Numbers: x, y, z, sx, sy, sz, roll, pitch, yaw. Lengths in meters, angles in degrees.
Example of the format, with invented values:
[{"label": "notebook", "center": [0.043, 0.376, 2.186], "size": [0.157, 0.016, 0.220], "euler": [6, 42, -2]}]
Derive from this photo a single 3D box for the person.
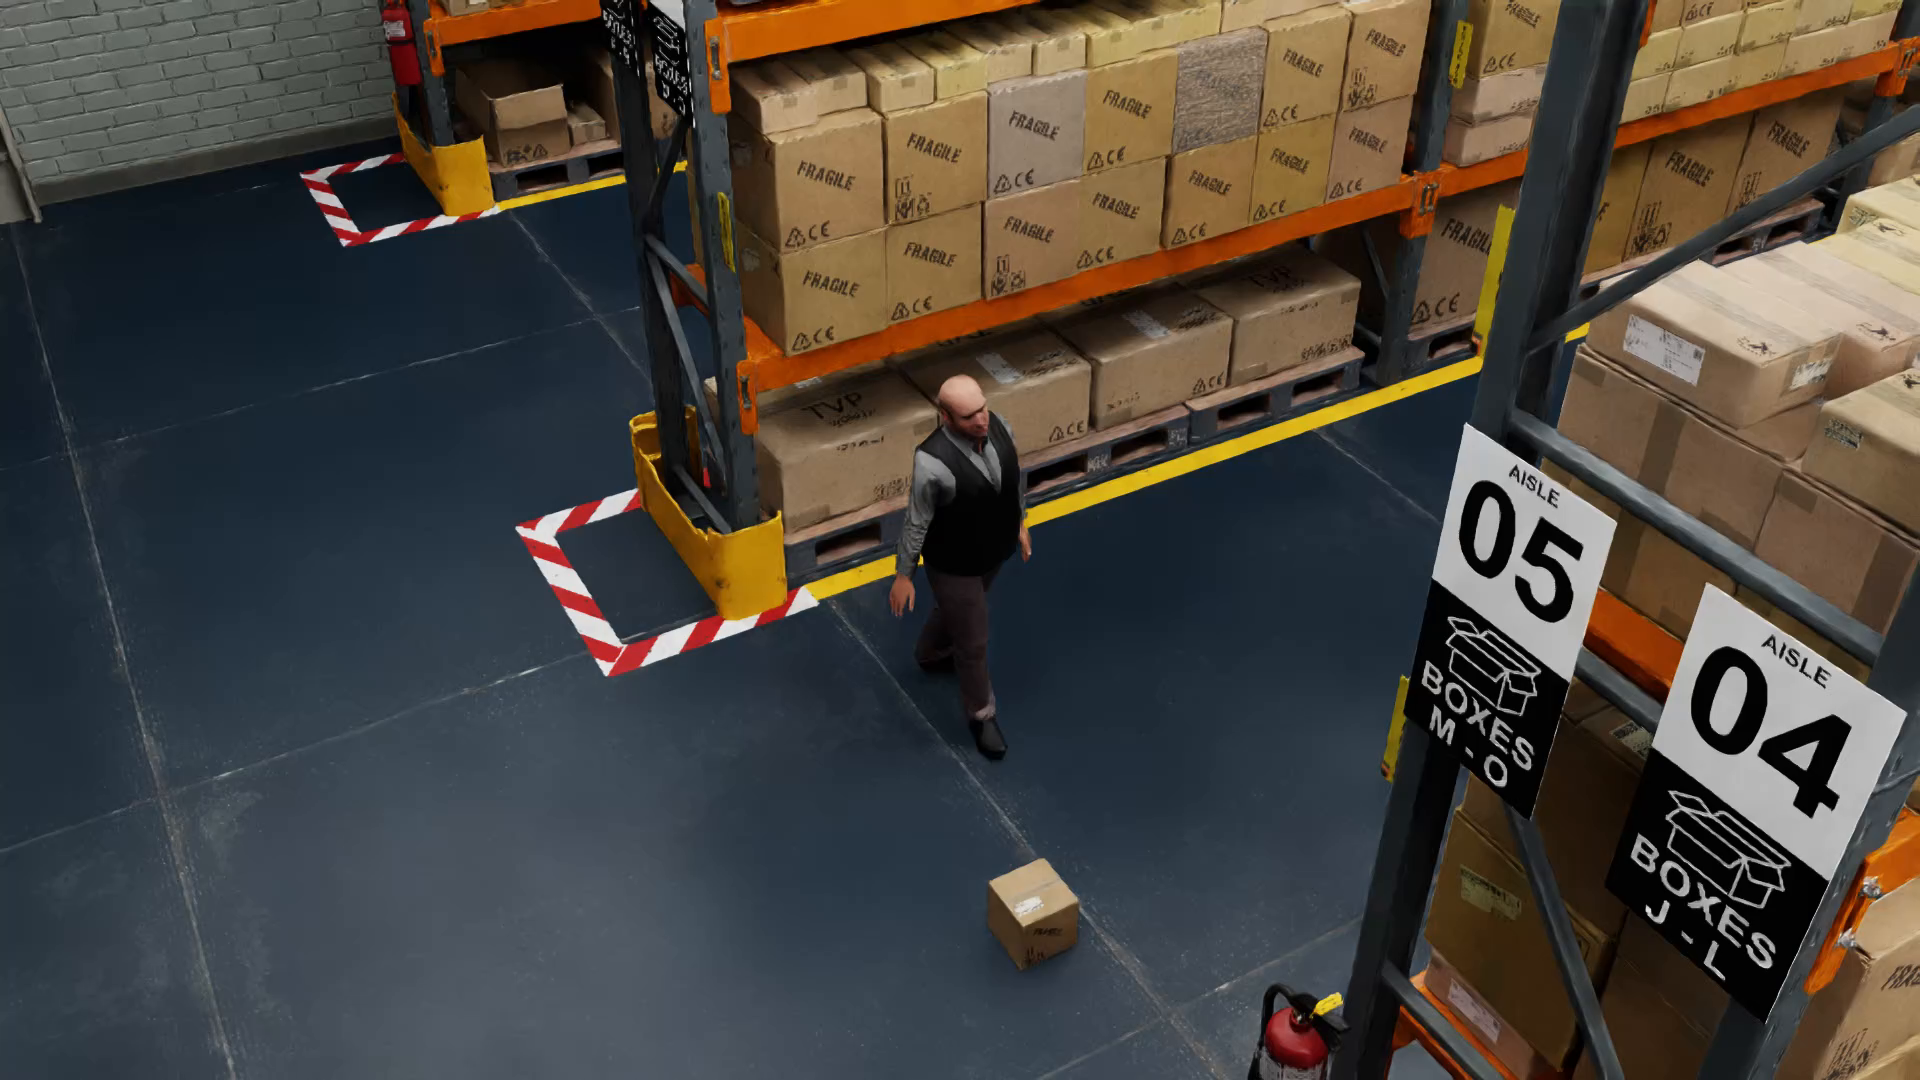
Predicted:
[{"label": "person", "center": [0.005, 0.067, 6.863], "size": [0.672, 1.714, 0.686], "euler": [25, 43, 29]}]
